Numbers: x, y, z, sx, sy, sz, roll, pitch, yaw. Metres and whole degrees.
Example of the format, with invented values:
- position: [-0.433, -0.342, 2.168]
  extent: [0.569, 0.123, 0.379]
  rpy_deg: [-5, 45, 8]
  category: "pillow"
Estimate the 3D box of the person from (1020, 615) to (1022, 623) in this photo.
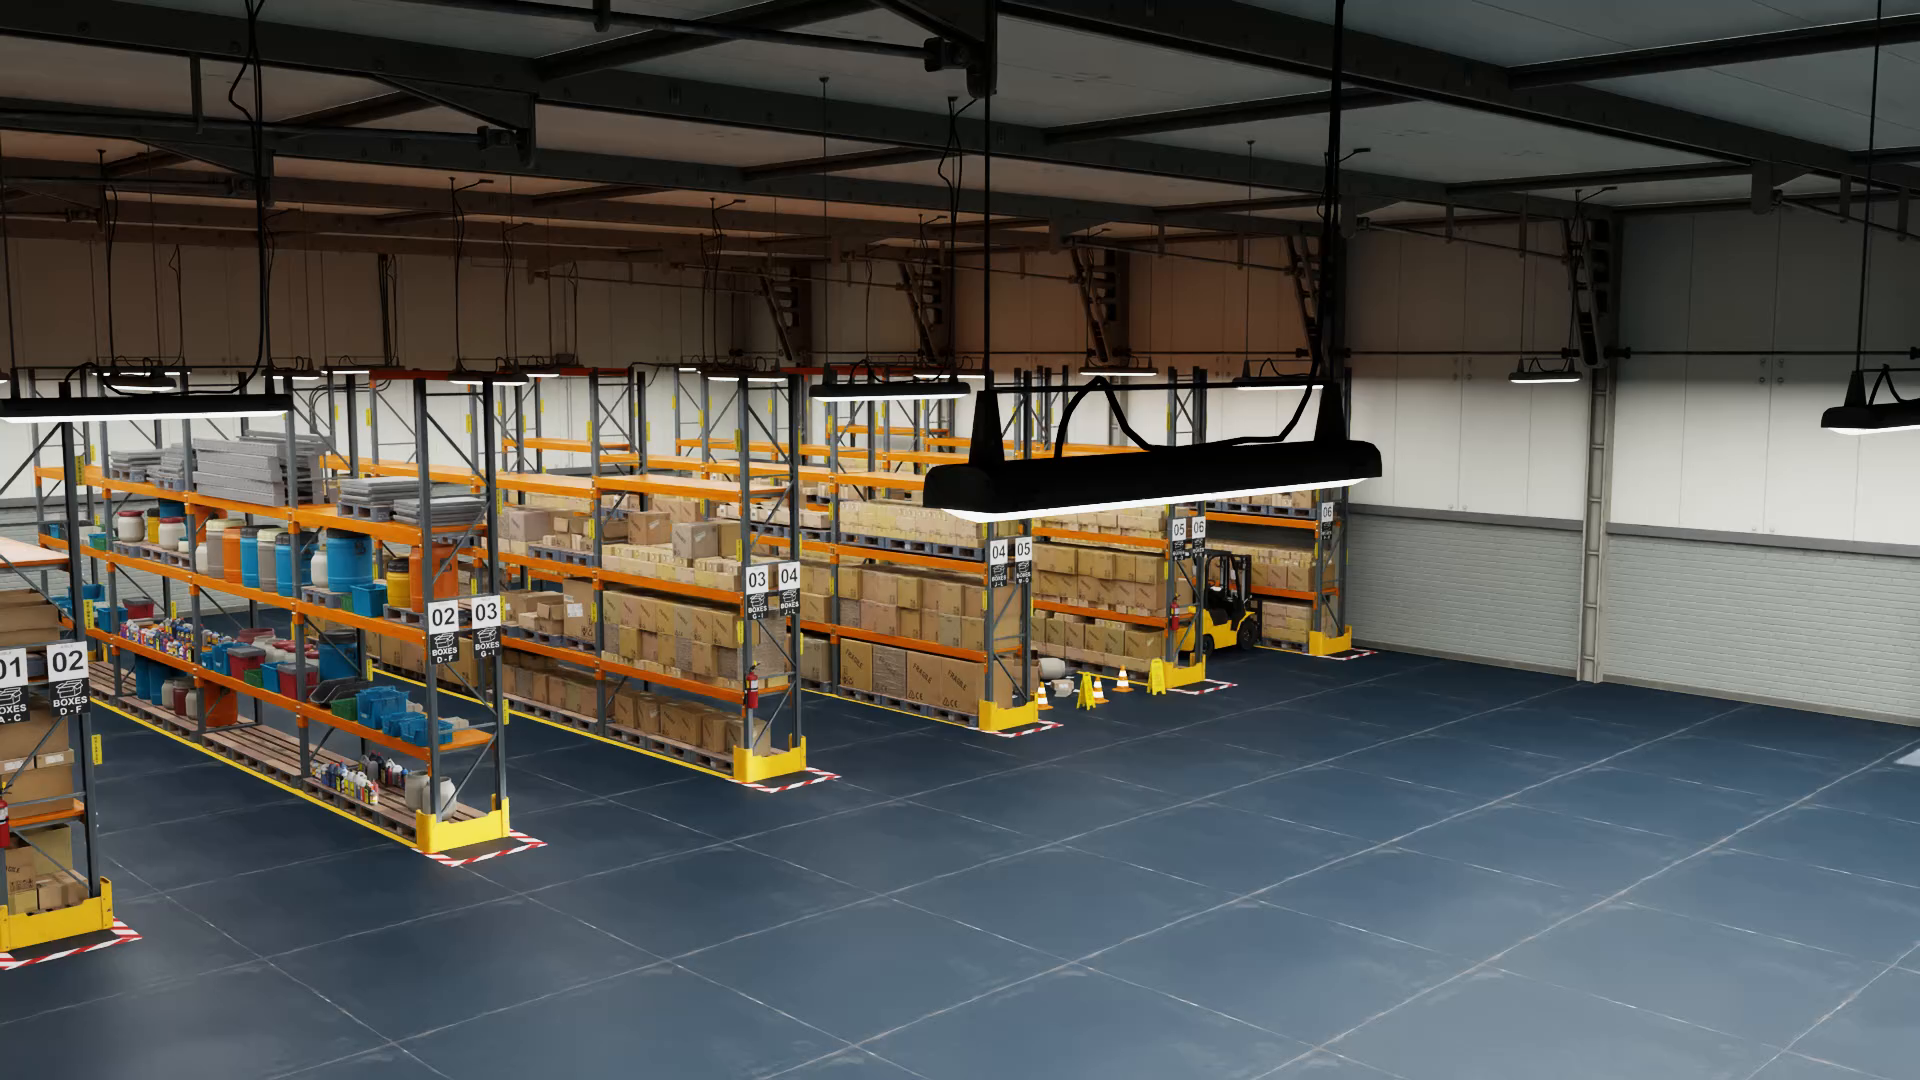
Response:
- position: [1.322, 1.121, 38.720]
  extent: [0.609, 1.813, 0.584]
  rpy_deg: [5, 8, 35]
  category: "person"
